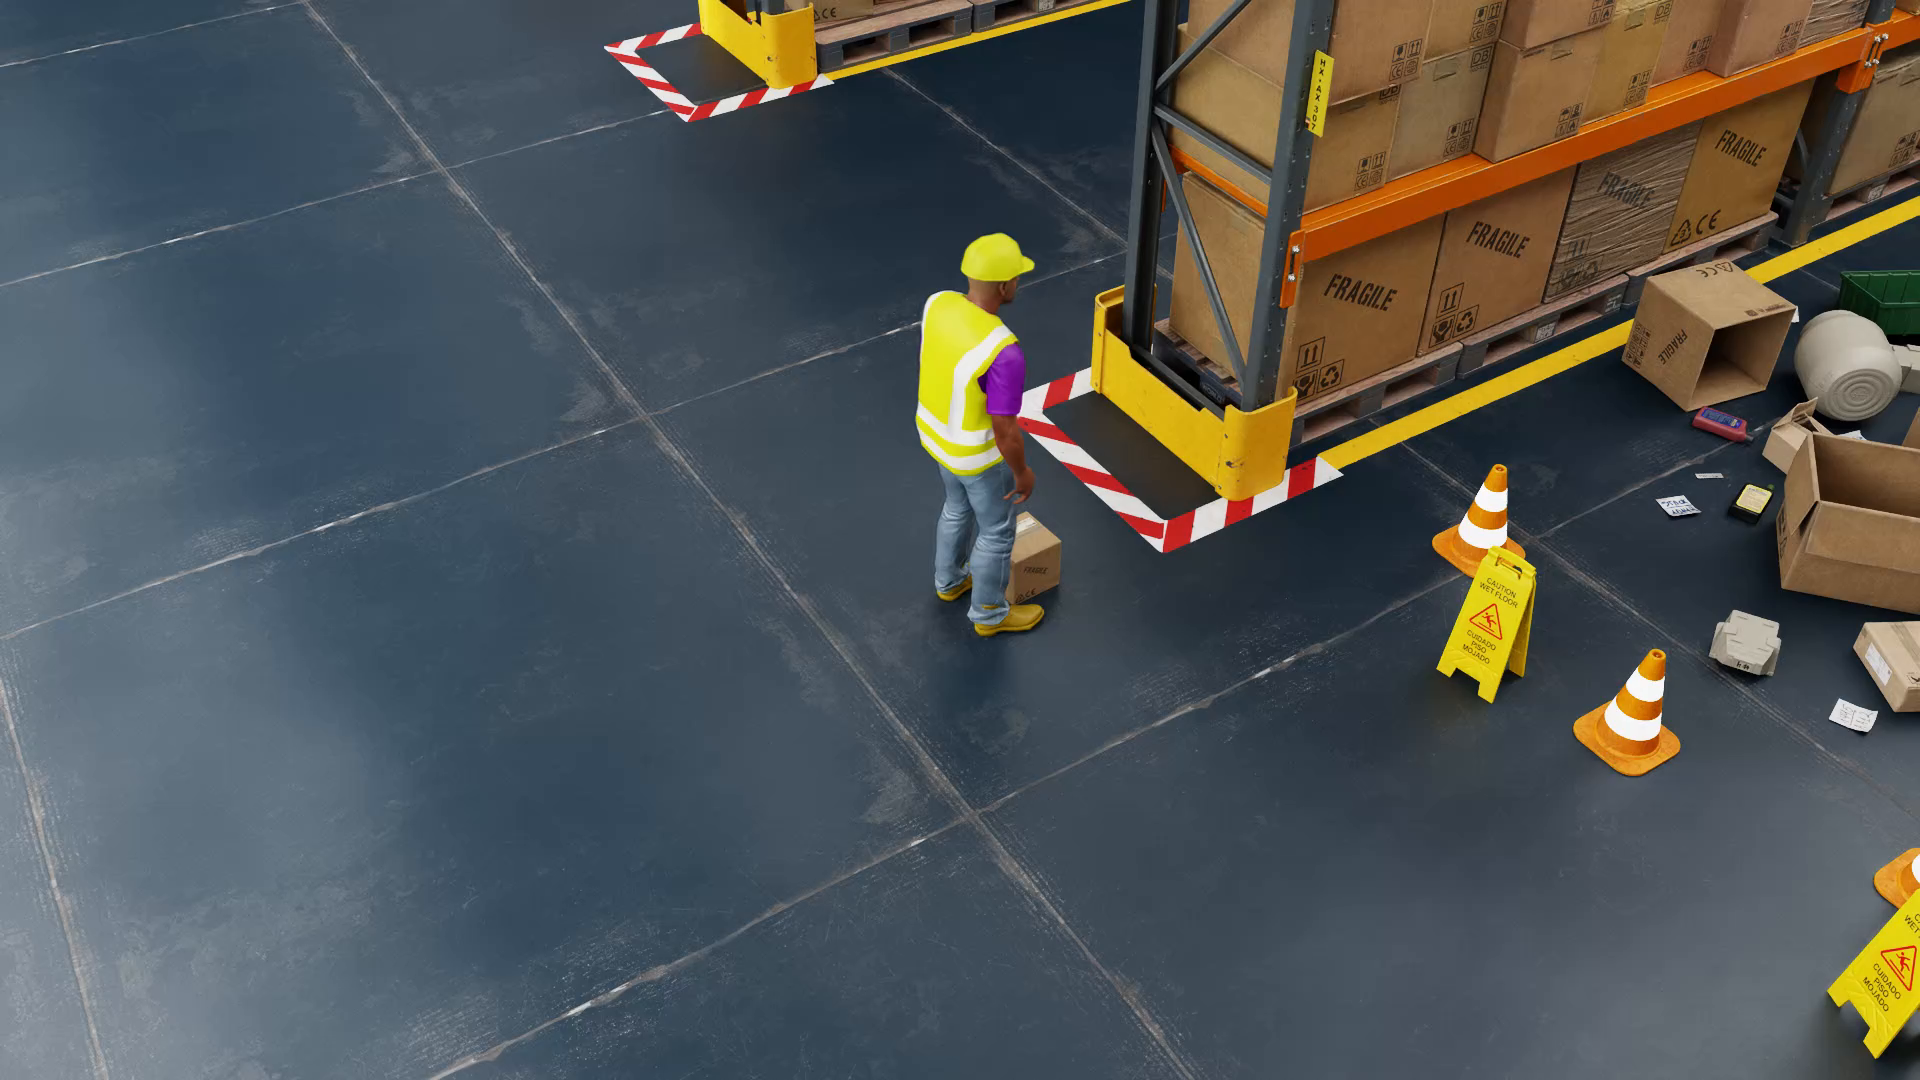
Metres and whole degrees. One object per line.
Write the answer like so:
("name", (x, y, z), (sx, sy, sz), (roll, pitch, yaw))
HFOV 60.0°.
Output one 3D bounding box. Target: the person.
("person", (0.078, -0.402, 6.614), (0.461, 1.760, 0.626), (-23, 45, -24))
